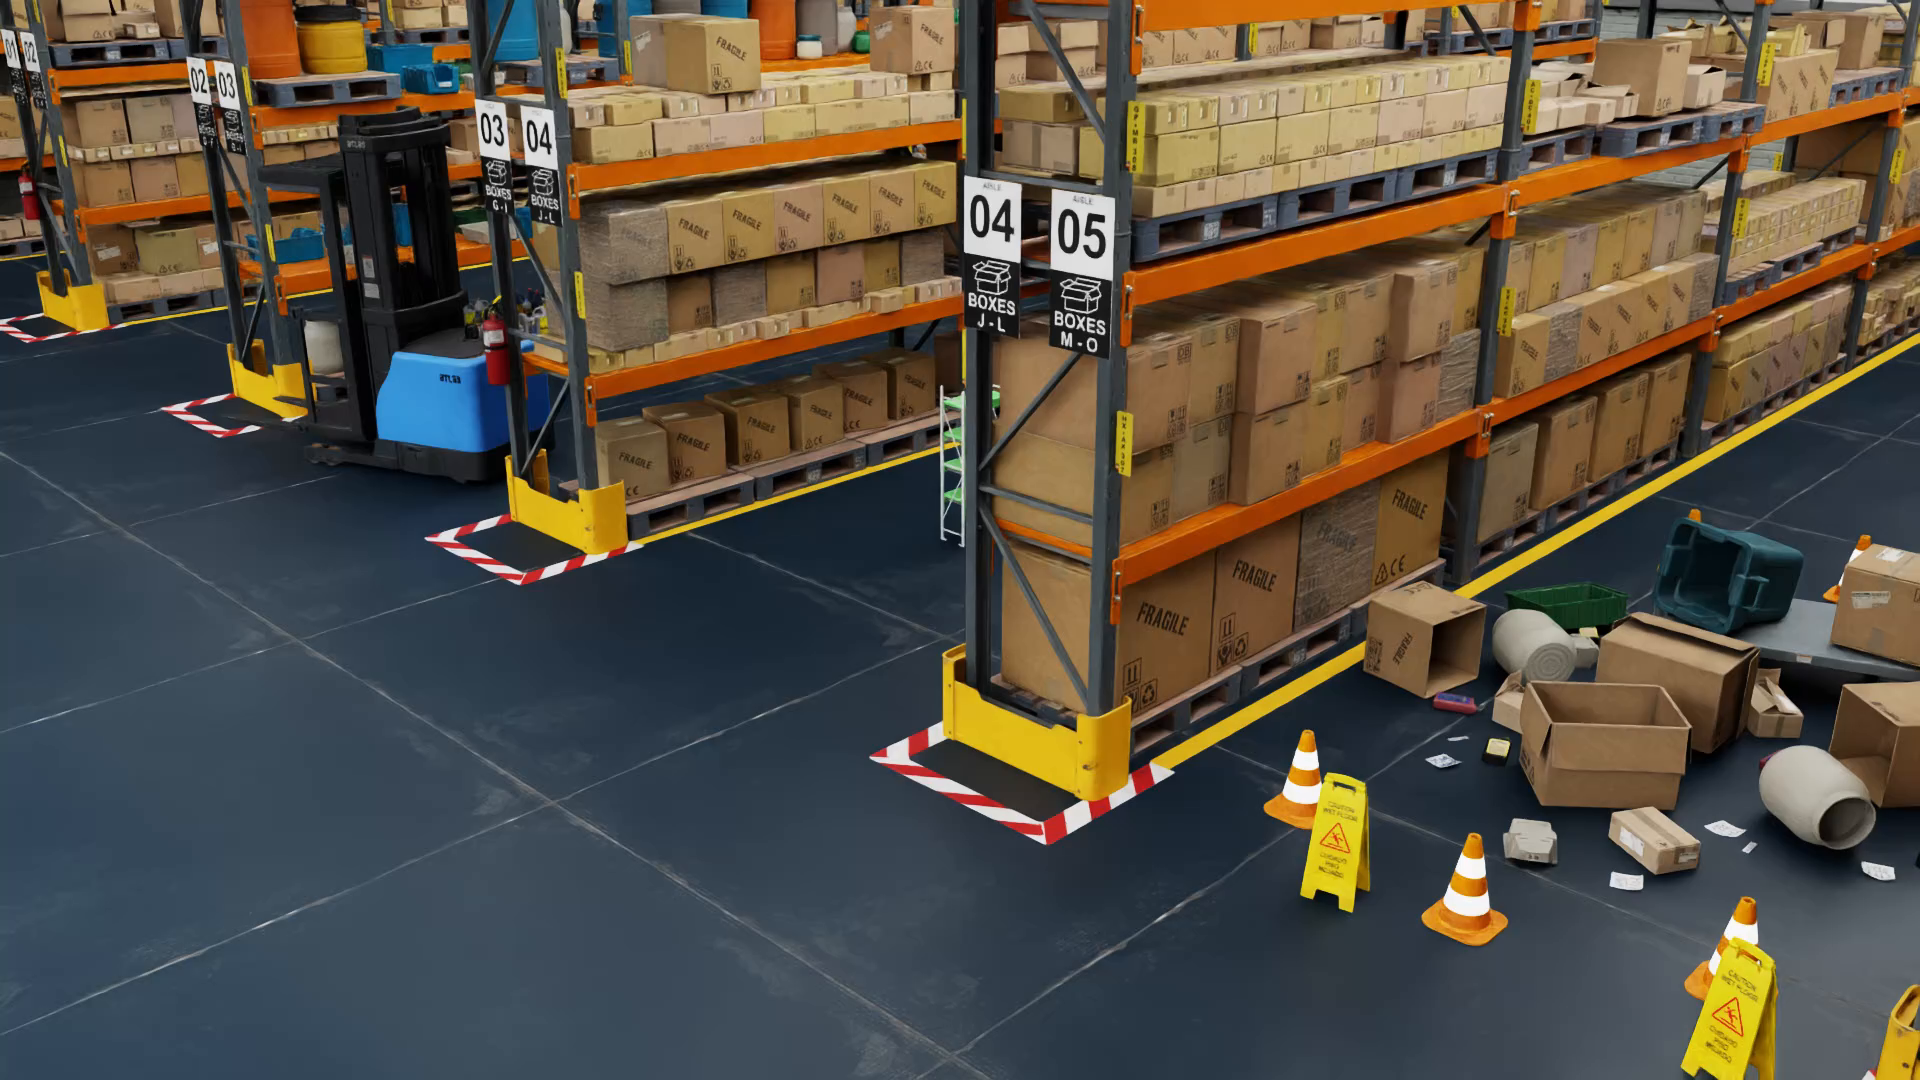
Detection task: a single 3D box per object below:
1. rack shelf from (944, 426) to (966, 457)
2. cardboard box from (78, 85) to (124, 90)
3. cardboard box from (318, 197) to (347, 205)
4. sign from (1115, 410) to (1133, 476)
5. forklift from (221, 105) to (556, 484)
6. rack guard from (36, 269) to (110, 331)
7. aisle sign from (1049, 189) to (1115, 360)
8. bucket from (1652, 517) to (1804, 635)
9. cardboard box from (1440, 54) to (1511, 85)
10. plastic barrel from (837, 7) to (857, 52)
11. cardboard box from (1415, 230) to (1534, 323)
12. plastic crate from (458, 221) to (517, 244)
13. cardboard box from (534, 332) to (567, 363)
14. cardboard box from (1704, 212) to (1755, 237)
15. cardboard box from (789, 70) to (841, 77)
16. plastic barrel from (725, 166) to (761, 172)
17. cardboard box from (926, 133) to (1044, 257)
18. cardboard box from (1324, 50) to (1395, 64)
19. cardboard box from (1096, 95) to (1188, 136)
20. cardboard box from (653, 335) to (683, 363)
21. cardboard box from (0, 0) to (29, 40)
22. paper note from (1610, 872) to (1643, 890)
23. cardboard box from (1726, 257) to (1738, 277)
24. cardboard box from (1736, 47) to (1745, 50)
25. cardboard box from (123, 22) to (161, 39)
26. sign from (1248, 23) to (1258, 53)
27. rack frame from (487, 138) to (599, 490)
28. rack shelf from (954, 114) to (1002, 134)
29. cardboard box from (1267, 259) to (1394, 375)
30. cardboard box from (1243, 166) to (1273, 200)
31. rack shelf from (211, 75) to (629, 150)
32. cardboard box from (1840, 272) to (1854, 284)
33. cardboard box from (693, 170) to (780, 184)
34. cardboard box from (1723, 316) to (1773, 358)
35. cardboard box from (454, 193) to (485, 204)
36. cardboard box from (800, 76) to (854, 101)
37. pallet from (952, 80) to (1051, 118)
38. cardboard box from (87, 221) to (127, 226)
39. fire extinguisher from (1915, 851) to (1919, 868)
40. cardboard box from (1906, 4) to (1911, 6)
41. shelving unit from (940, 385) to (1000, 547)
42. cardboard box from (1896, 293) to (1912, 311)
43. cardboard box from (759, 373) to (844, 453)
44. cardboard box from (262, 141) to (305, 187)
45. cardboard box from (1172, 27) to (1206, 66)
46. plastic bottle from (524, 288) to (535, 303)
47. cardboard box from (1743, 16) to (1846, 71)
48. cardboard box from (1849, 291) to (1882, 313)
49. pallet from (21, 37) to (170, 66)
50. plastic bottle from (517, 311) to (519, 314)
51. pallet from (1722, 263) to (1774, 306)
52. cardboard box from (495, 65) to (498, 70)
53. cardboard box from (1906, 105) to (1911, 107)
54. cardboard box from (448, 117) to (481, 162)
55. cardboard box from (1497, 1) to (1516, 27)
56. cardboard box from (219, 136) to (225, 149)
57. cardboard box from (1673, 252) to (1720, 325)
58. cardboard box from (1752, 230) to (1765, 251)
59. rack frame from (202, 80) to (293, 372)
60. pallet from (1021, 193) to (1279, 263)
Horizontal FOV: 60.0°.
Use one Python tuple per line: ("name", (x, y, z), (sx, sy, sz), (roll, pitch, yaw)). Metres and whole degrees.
("rack shelf", (0.115, -0.767, 12.407), (0.258, 0.148, 0.480), (19, 28, 41))
("cardboard box", (-12.104, -6.160, 23.556), (0.500, 0.500, 0.500), (-19, 28, -41))
("cardboard box", (-7.907, -4.181, 21.472), (0.500, 0.500, 0.500), (19, 28, 41))
("sign", (0.822, -0.484, 8.335), (0.100, 0.325, 0.005), (19, 28, 41))
("forklift", (-5.078, -2.163, 14.118), (3.031, 2.935, 1.130), (9, 23, 22))
("rack guard", (-10.166, -2.758, 19.052), (1.175, 0.500, 0.348), (19, 28, 41))
("aisle sign", (0.594, -1.303, 8.160), (0.394, 0.787, 0.004), (19, 28, 41))
("bucket", (4.776, 0.219, 10.267), (0.620, 0.611, 0.726), (1, 19, -28))
("cardboard box", (3.192, -2.935, 10.363), (0.380, 0.149, 0.250), (19, 28, 40))
("plastic barrel", (-1.458, -6.196, 20.176), (0.421, 0.512, 0.421), (0, 21, 0))
("cardboard box", (3.561, -1.854, 11.683), (0.700, 0.500, 0.500), (19, 28, 40))
("plastic crate", (-4.764, -3.114, 16.864), (0.530, 0.136, 0.437), (19, 28, 41))
("cardboard box", (-3.003, -1.458, 12.537), (0.380, 0.149, 0.250), (19, 28, 41))
("cardboard box", (6.656, -2.736, 14.447), (0.380, 0.149, 0.250), (18, 28, 39))
("cardboard box", (-1.193, -3.764, 13.660), (0.250, 0.149, 0.380), (-19, 28, -40))
("plastic barrel", (-2.476, -4.161, 19.031), (0.433, 0.535, 0.433), (0, 21, 0))
("cardboard box", (0.391, -3.124, 15.099), (1.000, 1.000, 1.000), (19, 28, 41))
("cardboard box", (2.544, -3.034, 10.622), (0.380, 0.149, 0.250), (19, 28, 40))
("cardboard box", (0.890, -2.087, 8.156), (0.380, 0.149, 0.250), (20, 28, 41))
("cardboard box", (-2.311, -1.467, 12.560), (0.380, 0.149, 0.250), (19, 28, 41))
("cardboard box", (-12.529, -6.913, 22.030), (0.500, 0.500, 0.500), (-19, 28, -40))
("paper note", (3.279, 1.675, 8.175), (0.148, 0.019, 0.142), (9, 23, 23))
("cardboard box", (6.466, -2.383, 14.357), (0.380, 0.149, 0.250), (19, 28, 40))
("cardboard box", (6.917, -4.156, 14.886), (0.500, 0.500, 0.500), (19, 28, 41))
("cardboard box", (-9.202, -5.733, 18.699), (0.380, 0.149, 0.250), (19, 28, 41))
("sign", (2.914, -5.012, 16.532), (0.100, 0.325, 0.005), (19, 28, 41))
("rack frame", (-3.054, -1.450, 12.167), (1.000, 3.000, 0.127), (19, 28, 41))
("rack shelf", (1.131, -4.057, 15.771), (1.077, 0.370, 4.000), (19, 28, 41))
("cardboard box", (2.162, -1.424, 10.385), (0.875, 0.550, 0.550), (19, 28, 41))
("cardboard box", (1.427, -1.912, 8.812), (0.380, 0.149, 0.250), (20, 28, 41))
("rack shelf", (-5.208, -4.268, 16.321), (1.077, 0.370, 4.000), (19, 28, 41))
("cardboard box", (9.719, -2.921, 18.552), (0.380, 0.149, 0.250), (18, 27, 39))
("cardboard box", (-1.798, -2.690, 13.445), (0.500, 0.500, 0.500), (19, 28, 41))
("cardboard box", (7.018, -1.866, 15.101), (0.500, 0.250, 0.500), (19, 28, 40))
("cardboard box", (-6.574, -4.572, 22.754), (0.500, 0.311, 0.500), (19, 28, 40))
("cardboard box", (-1.056, -3.582, 13.184), (0.250, 0.149, 0.380), (-19, 28, -40))
("pallet", (0.243, -3.923, 14.681), (1.213, 0.211, 1.003), (19, 28, 41))
("cardboard box", (-12.209, -4.686, 23.456), (0.700, 0.500, 0.500), (17, 27, 37))
("fire extinguisher", (3.636, 0.980, 5.951), (0.296, 0.674, 0.183), (19, 28, 41))
("cardboard box", (10.495, -5.752, 18.133), (0.250, 0.149, 0.380), (-19, 28, -41))
("shelving unit", (0.115, -0.603, 12.470), (0.258, 1.200, 0.503), (19, 28, 41))
("cardboard box", (10.159, -2.626, 18.201), (0.380, 0.149, 0.250), (19, 28, 40))
("cardboard box", (-1.343, -1.087, 14.119), (0.500, 0.500, 0.500), (16, 26, 36))
("cardboard box", (-8.380, -4.625, 20.286), (0.500, 0.500, 0.700), (-20, 28, -41))
("cardboard box", (2.023, -4.867, 16.039), (0.500, 0.500, 0.500), (19, 28, 41))
("plastic bottle", (-4.673, -2.583, 18.194), (0.185, 0.351, 0.144), (-19, 28, -41))
("cardboard box", (7.628, -4.548, 15.315), (0.797, 0.503, 0.637), (19, 28, 40))
("cardboard box", (9.423, -2.503, 17.465), (0.250, 0.149, 0.380), (-18, 28, -39))
("pallet", (-9.638, -5.465, 18.554), (1.003, 0.211, 1.213), (19, 28, 41))
("plastic bottle", (-4.608, -2.271, 17.476), (0.061, 0.283, 0.133), (19, 28, 41))
("pallet", (6.430, -2.360, 14.800), (1.213, 0.211, 1.003), (19, 28, 41))
("cardboard box", (-7.599, -7.830, 27.139), (0.500, 0.250, 0.500), (-19, 28, -41))
("cardboard box", (10.008, -4.508, 18.174), (0.500, 0.500, 0.500), (18, 28, 39))
("cardboard box", (-6.444, -5.334, 22.133), (0.500, 0.500, 0.500), (-18, 27, -38))
("cardboard box", (6.664, -6.677, 20.719), (0.500, 0.500, 0.700), (-19, 28, -40))
("cardboard box", (-8.824, -4.659, 19.471), (0.380, 0.149, 0.250), (19, 28, 40))
("cardboard box", (5.888, -2.103, 13.726), (0.500, 0.500, 0.500), (19, 28, 41))
("cardboard box", (6.862, -2.671, 14.692), (0.380, 0.149, 0.250), (18, 28, 39))
("rack frame", (-6.603, -2.690, 15.392), (1.000, 3.000, 0.127), (19, 28, 41))
("pallet", (0.939, -1.735, 8.850), (1.003, 0.211, 1.213), (19, 28, 41))
